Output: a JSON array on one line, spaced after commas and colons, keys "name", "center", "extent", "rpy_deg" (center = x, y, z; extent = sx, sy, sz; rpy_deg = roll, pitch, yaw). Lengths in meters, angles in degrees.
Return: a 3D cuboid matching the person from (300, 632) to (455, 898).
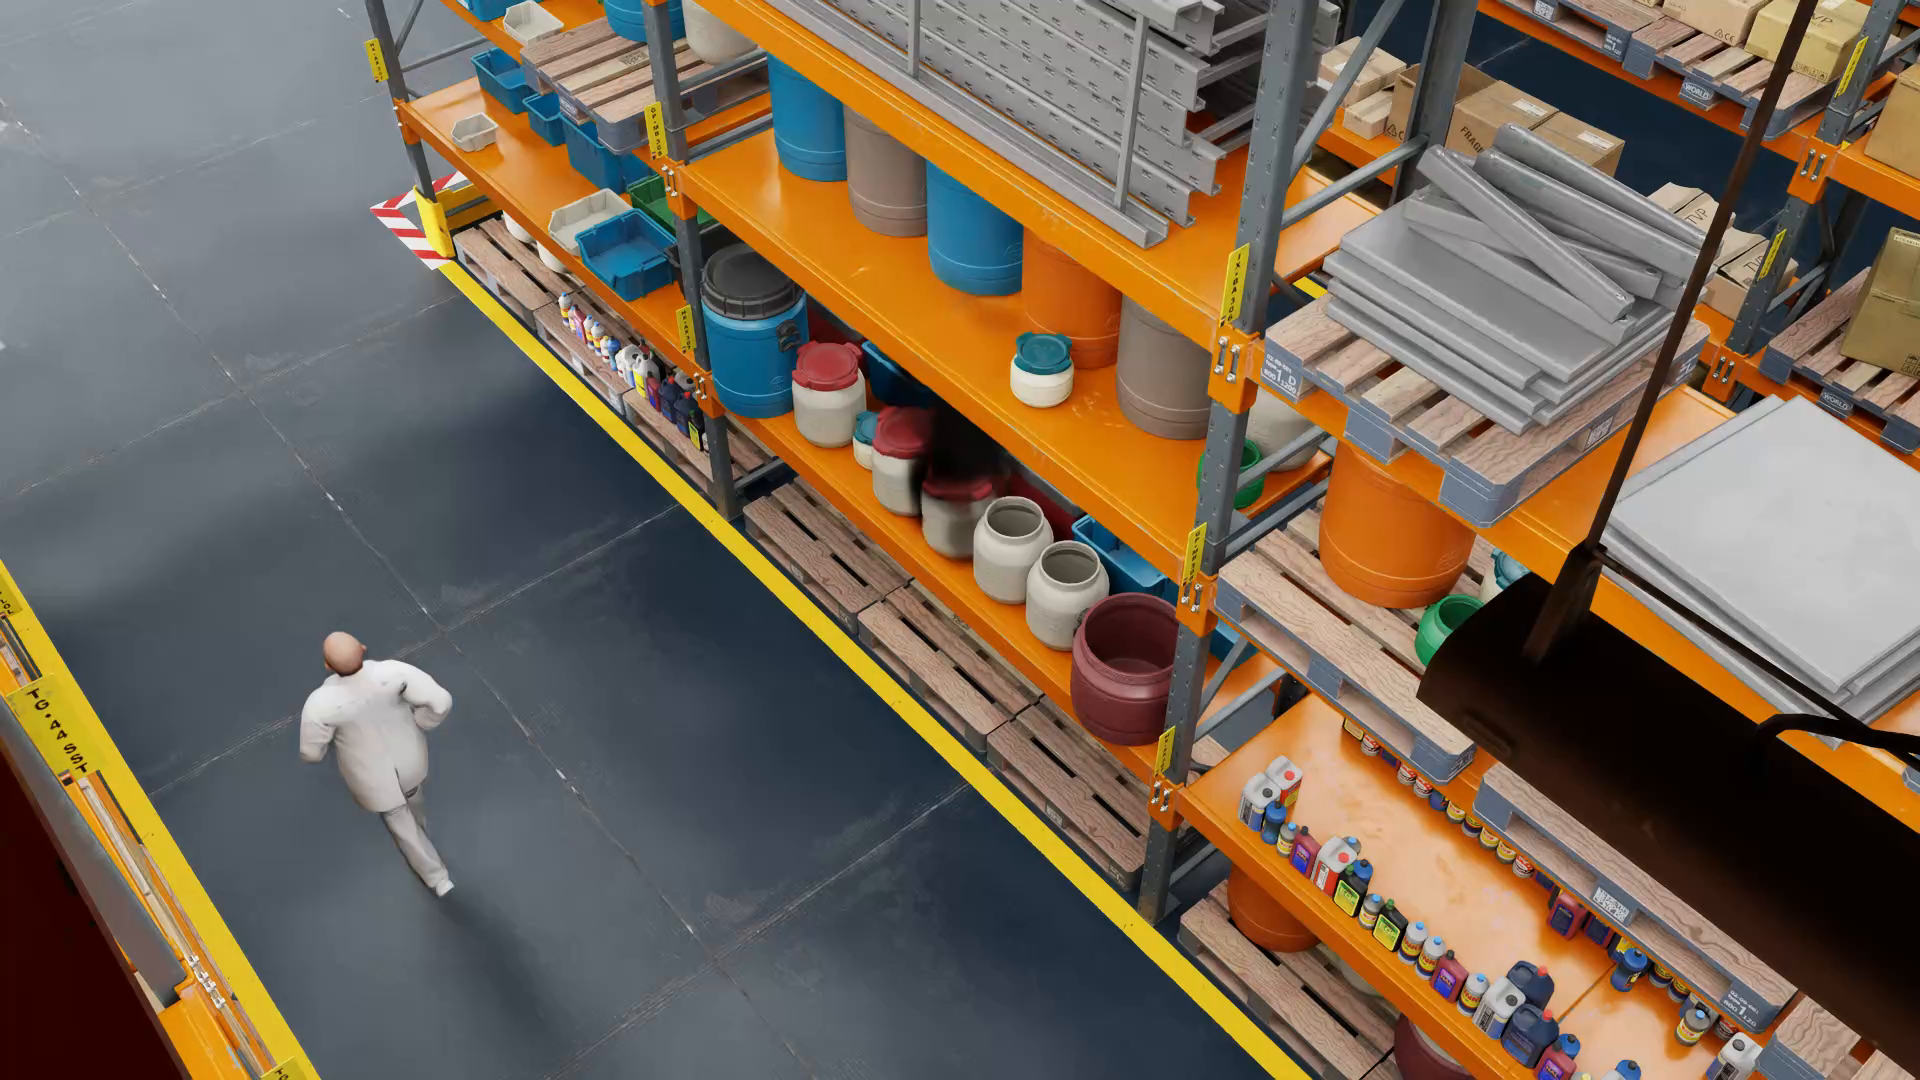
[{"name": "person", "center": [-2.873, 1.098, 8.338], "extent": [0.722, 1.801, 0.882], "rpy_deg": [-31, 54, -26]}]
